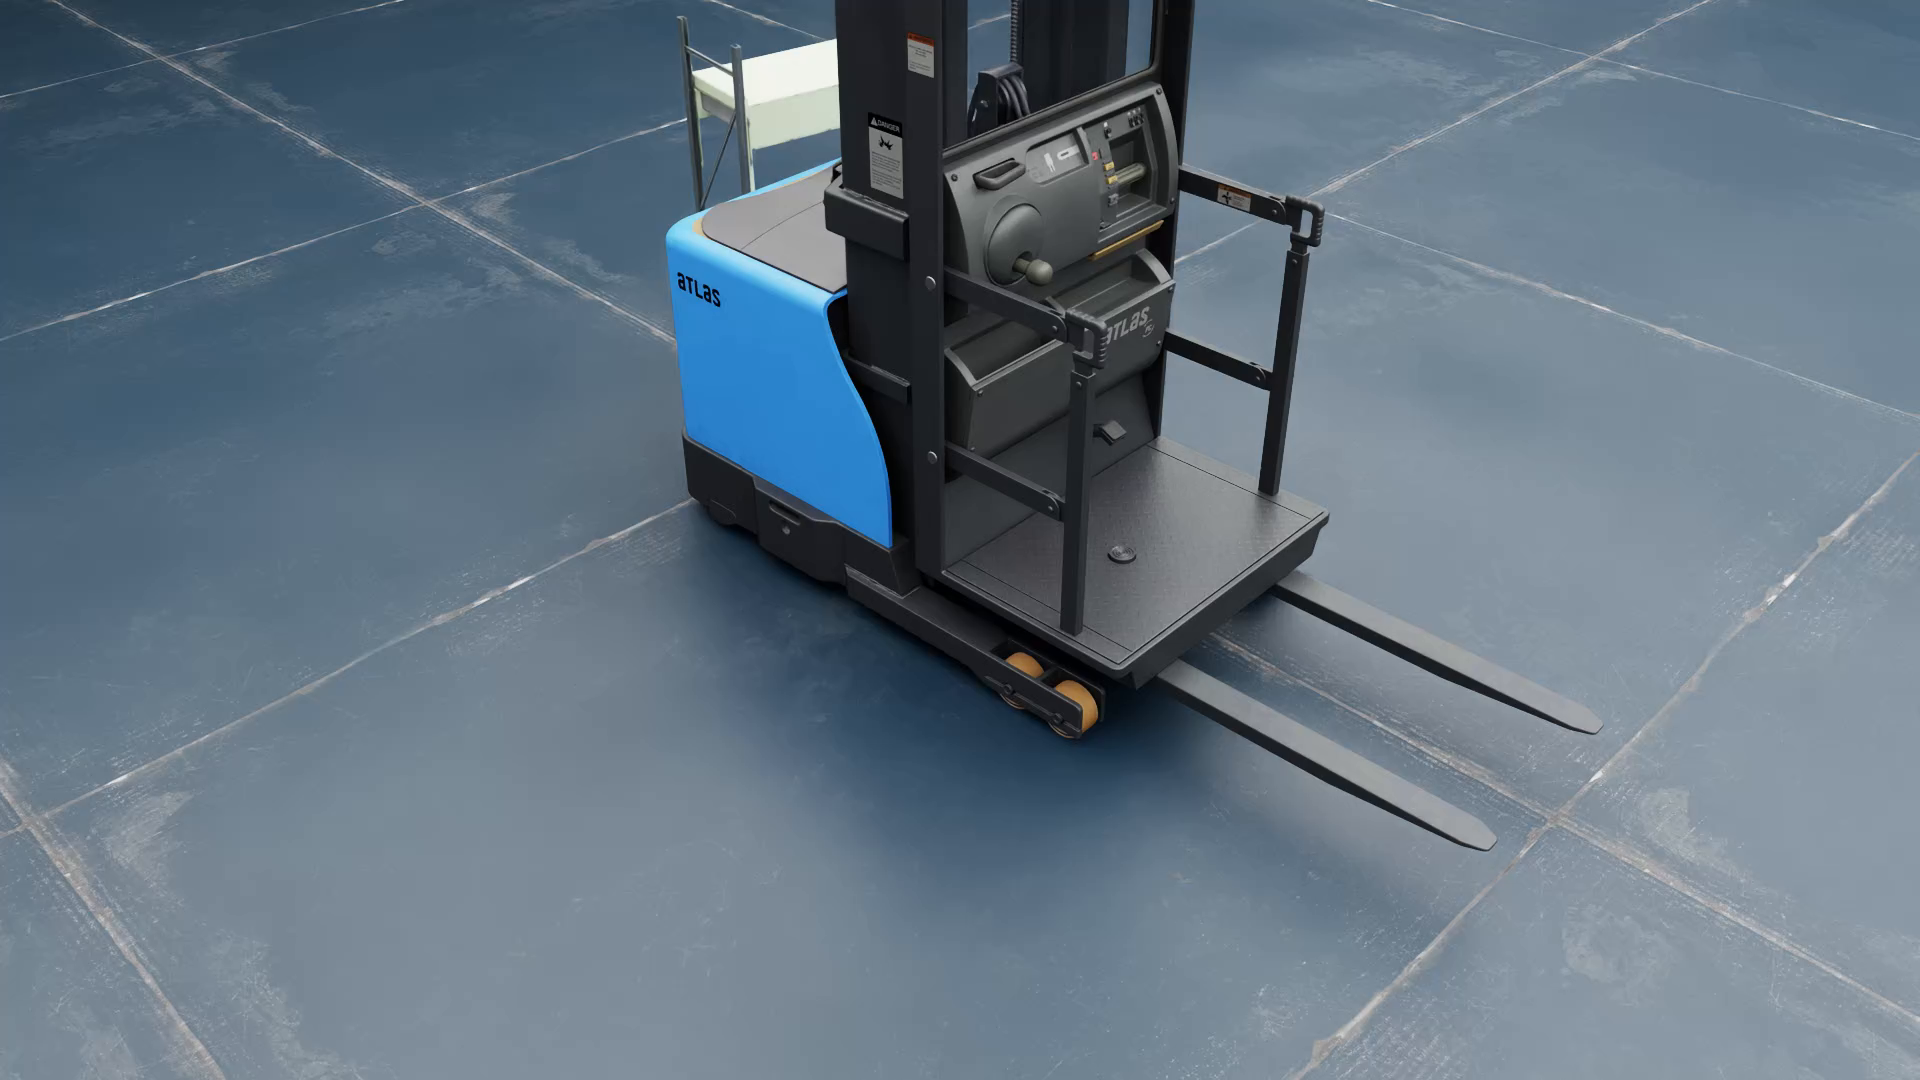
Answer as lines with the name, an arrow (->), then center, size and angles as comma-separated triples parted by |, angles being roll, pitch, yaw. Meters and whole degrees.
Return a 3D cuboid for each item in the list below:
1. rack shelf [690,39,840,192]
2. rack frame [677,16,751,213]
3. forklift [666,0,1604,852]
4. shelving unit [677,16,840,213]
rack shelf -> -0.549, -1.532, 5.954 | 0.720, 0.370, 0.431 | -23, 41, -29
rack frame -> -0.844, -1.088, 5.999 | 0.023, 1.500, 0.400 | -23, 41, -29
forklift -> 0.459, -0.958, 4.561 | 3.031, 2.935, 1.130 | 28, 44, 34
shelving unit -> -0.549, -1.212, 6.177 | 0.755, 1.500, 0.431 | -23, 41, -29
